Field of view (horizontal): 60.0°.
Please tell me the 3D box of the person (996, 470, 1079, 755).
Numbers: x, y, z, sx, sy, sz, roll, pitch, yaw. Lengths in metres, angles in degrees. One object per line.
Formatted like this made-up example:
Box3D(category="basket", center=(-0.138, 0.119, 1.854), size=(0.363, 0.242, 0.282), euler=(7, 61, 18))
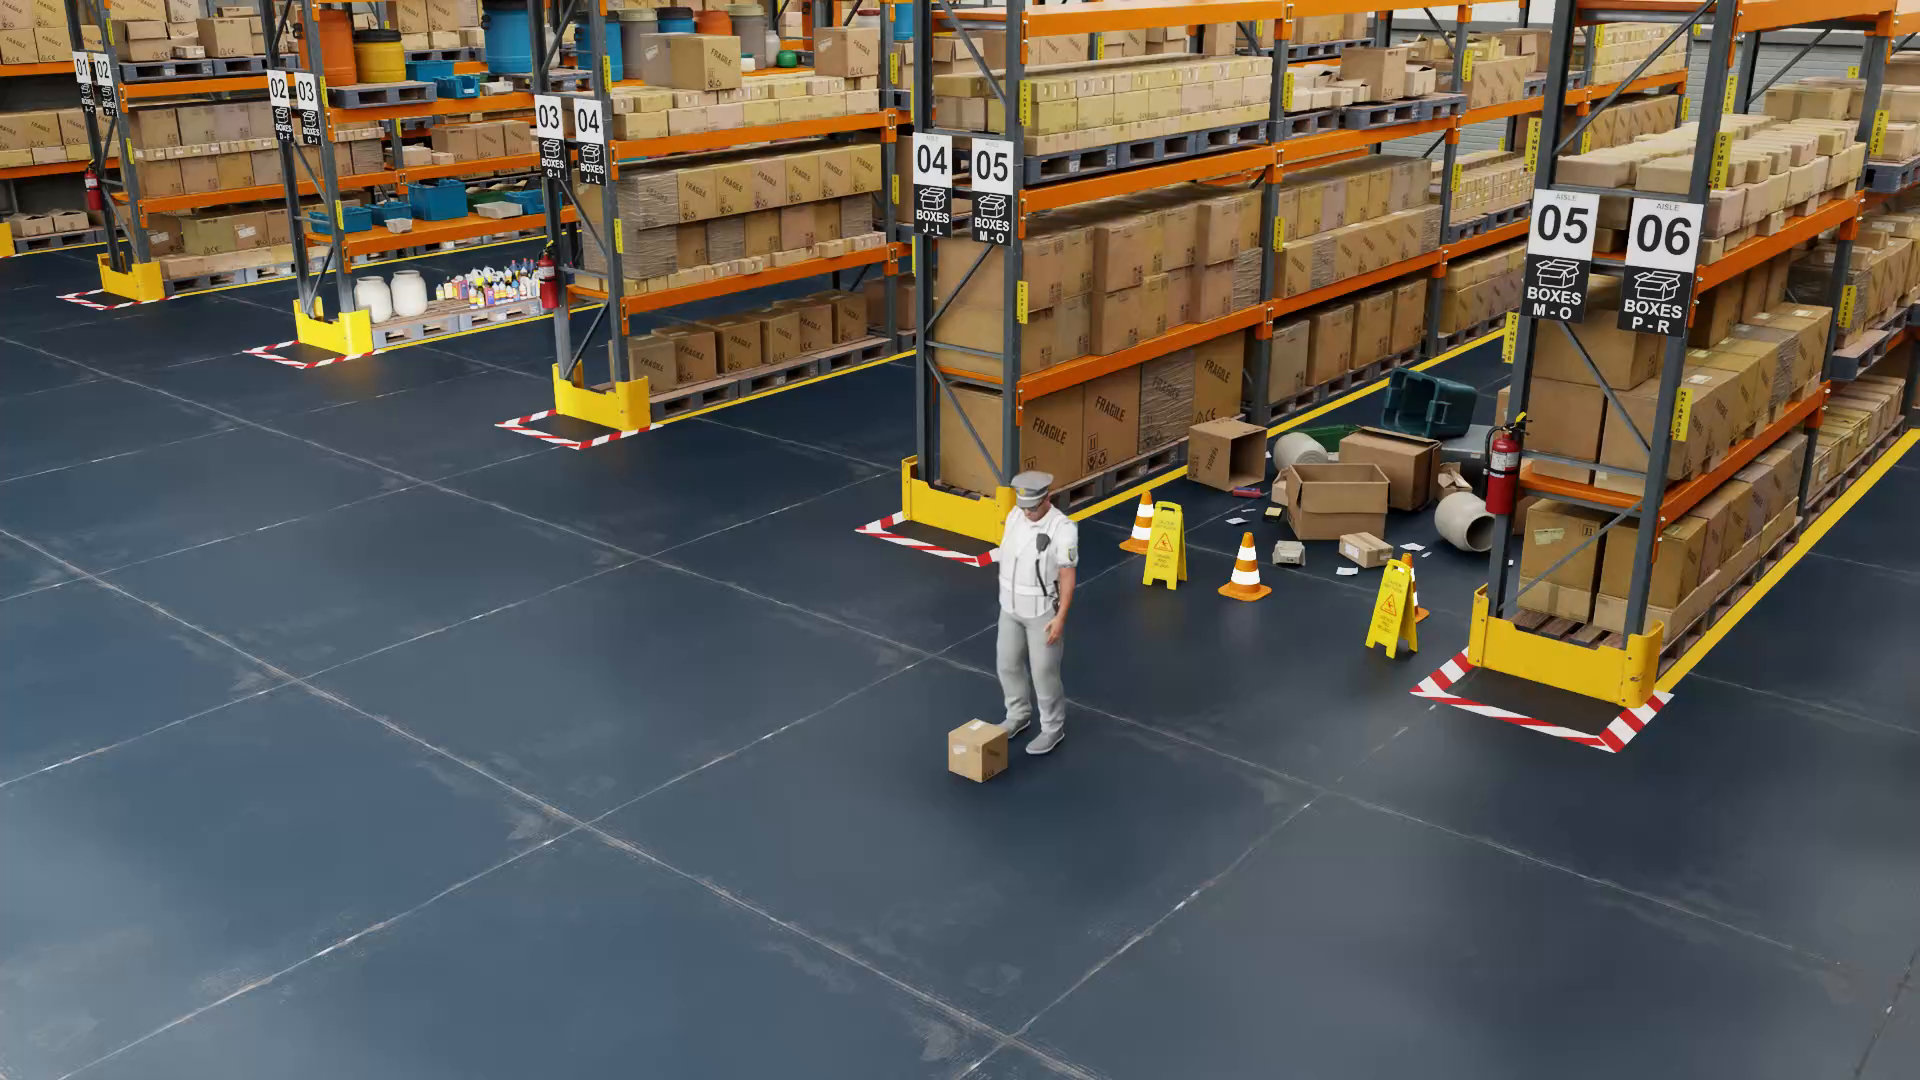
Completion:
Box3D(category="person", center=(0.456, 0.421, 9.950), size=(0.535, 1.734, 0.387), euler=(16, 26, 38))
